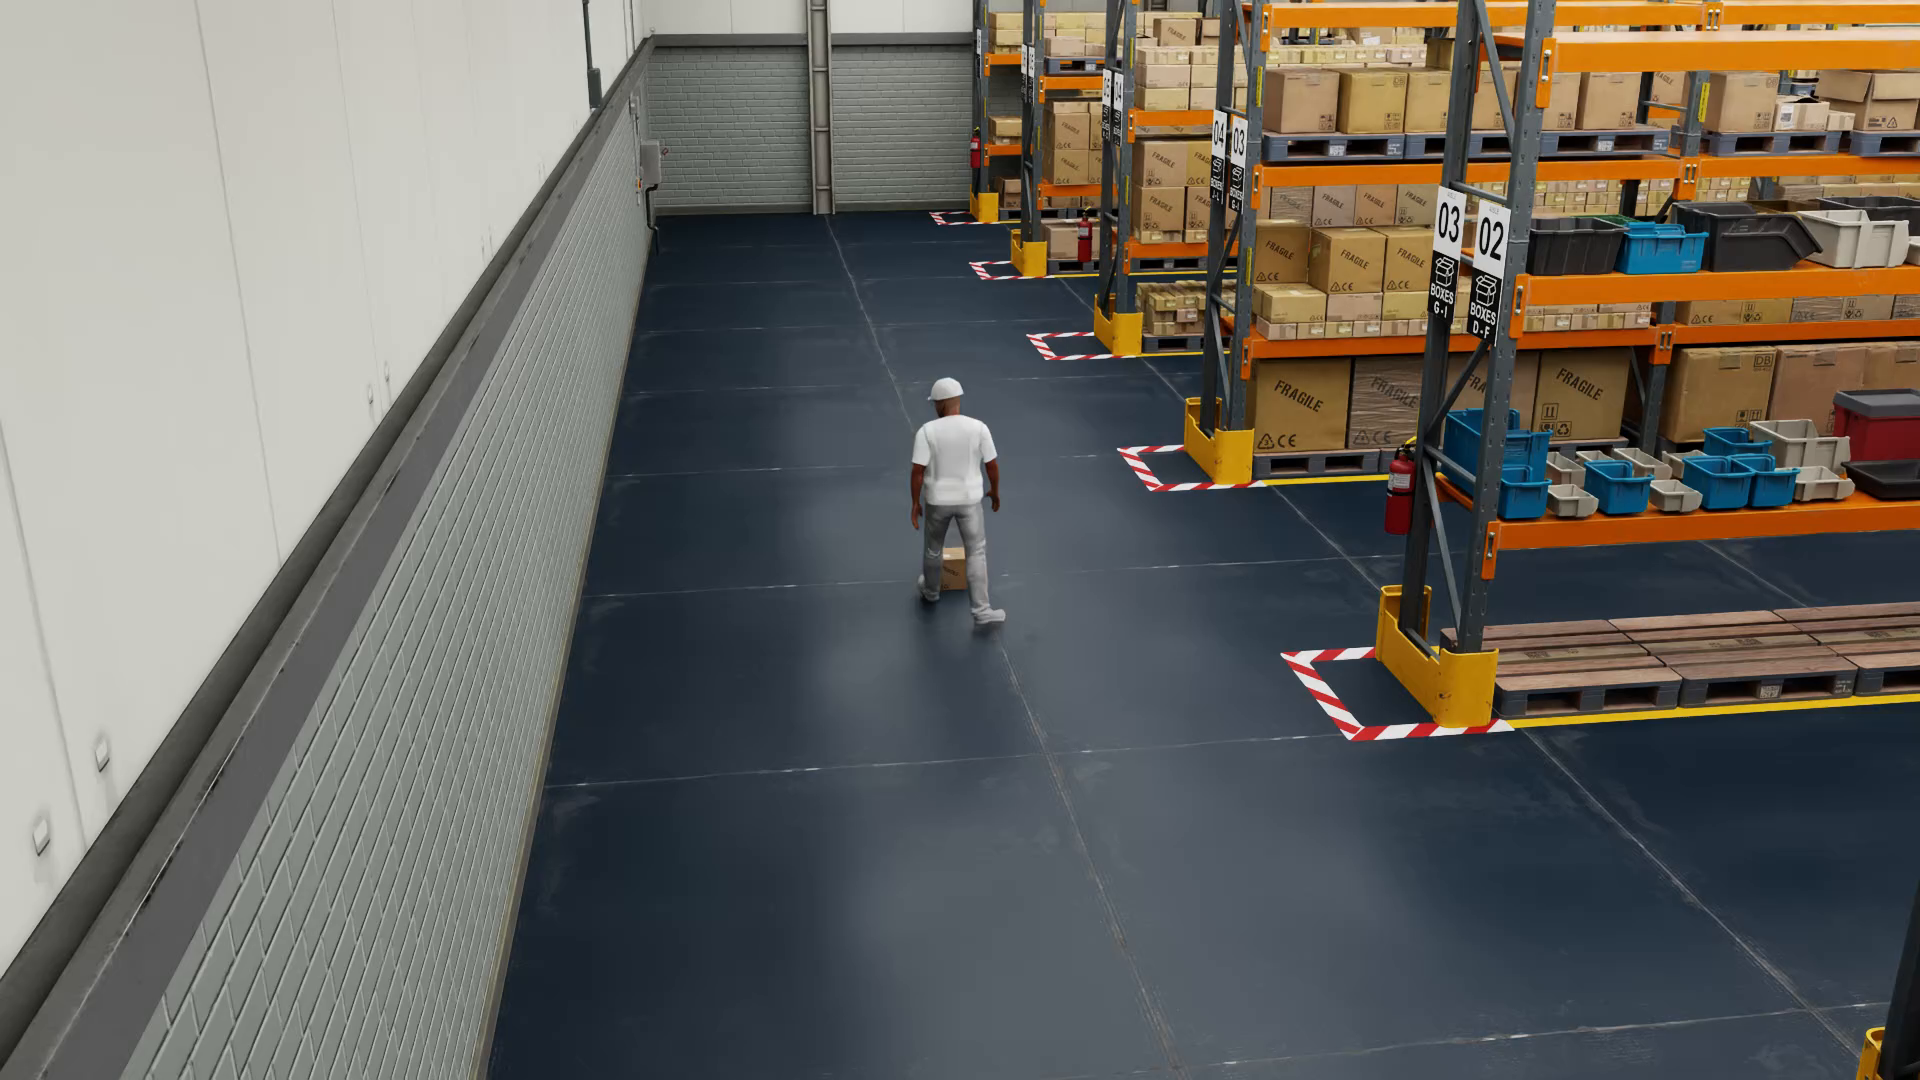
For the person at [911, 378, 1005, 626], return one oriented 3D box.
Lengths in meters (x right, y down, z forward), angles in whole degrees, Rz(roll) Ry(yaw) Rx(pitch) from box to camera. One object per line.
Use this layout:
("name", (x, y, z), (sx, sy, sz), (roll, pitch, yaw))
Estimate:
("person", (-0.011, -0.296, 11.878), (0.673, 1.740, 0.934), (0, 20, 0))
